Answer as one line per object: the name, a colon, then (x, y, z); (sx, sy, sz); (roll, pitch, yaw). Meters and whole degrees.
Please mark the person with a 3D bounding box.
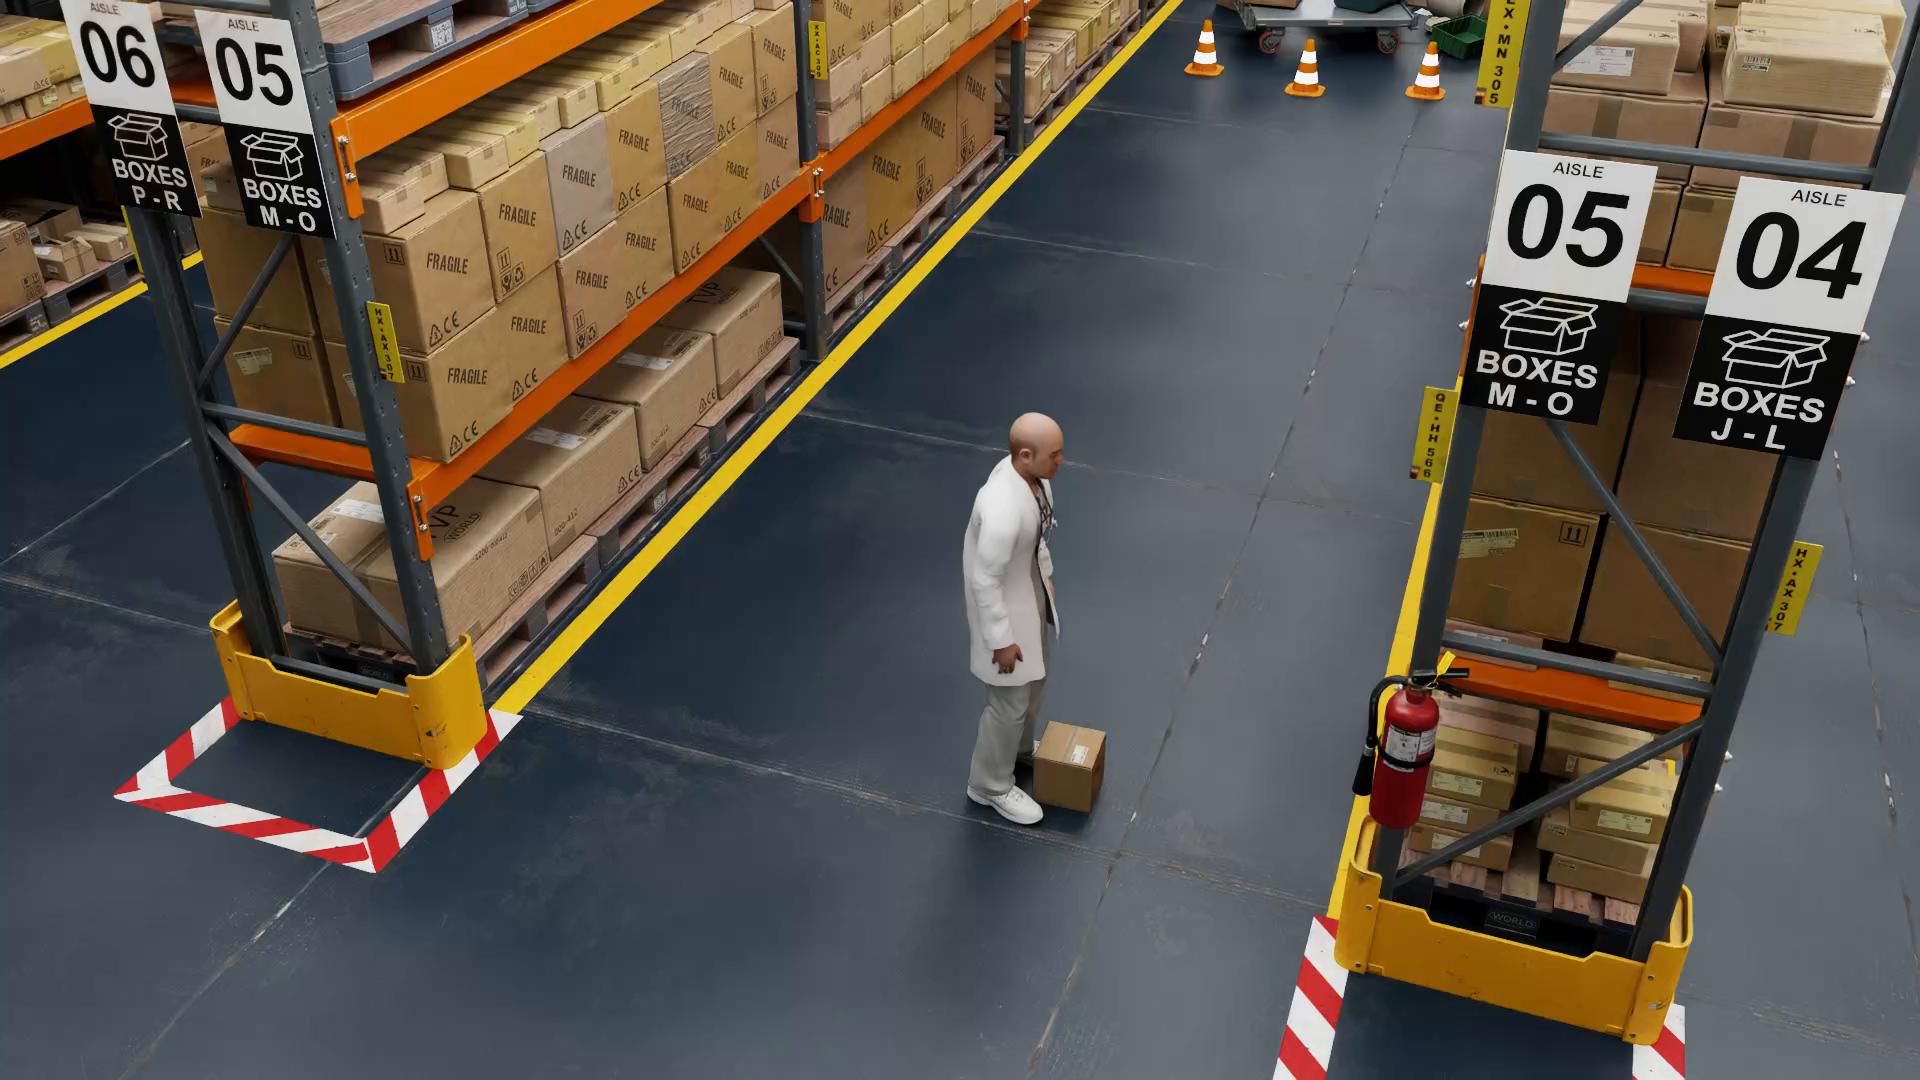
person: (7.816, -1.814, 9.965); (12.155, 1.774, 12.979); (11, 34, 16)
